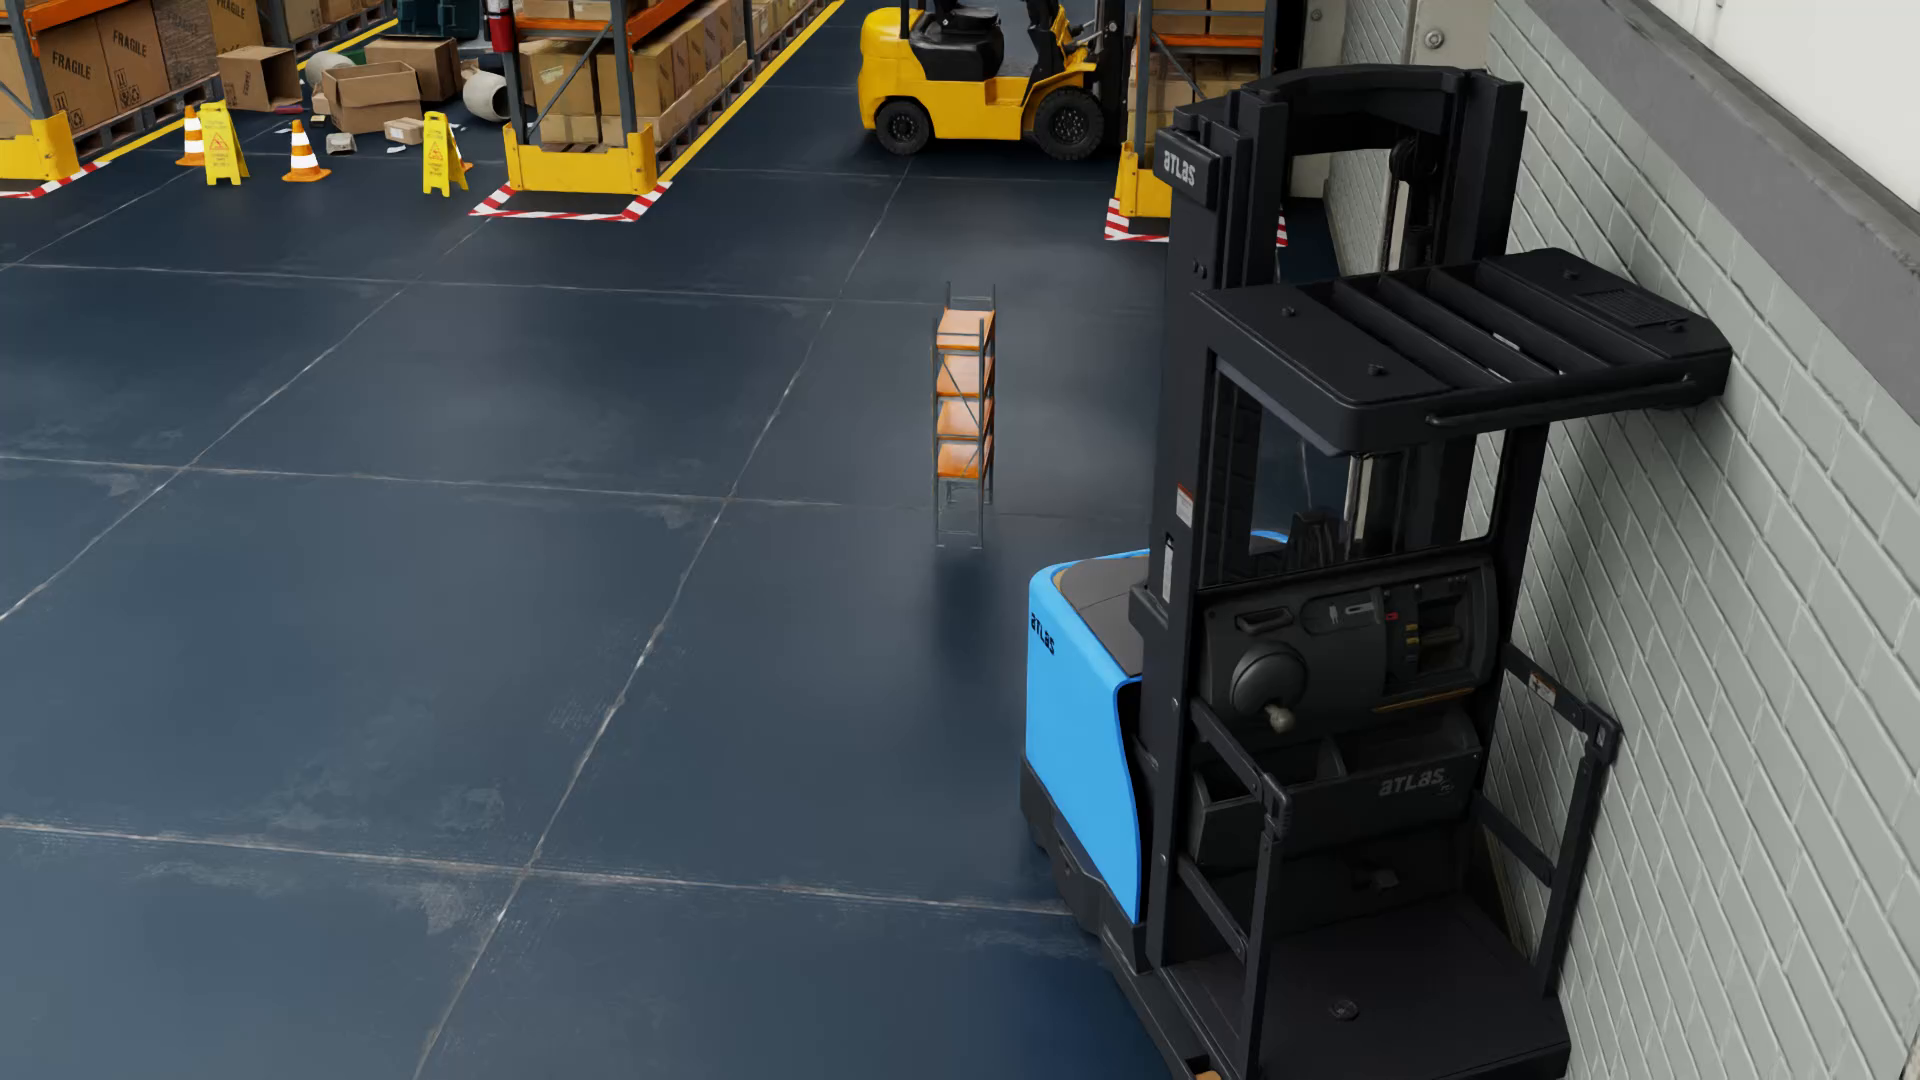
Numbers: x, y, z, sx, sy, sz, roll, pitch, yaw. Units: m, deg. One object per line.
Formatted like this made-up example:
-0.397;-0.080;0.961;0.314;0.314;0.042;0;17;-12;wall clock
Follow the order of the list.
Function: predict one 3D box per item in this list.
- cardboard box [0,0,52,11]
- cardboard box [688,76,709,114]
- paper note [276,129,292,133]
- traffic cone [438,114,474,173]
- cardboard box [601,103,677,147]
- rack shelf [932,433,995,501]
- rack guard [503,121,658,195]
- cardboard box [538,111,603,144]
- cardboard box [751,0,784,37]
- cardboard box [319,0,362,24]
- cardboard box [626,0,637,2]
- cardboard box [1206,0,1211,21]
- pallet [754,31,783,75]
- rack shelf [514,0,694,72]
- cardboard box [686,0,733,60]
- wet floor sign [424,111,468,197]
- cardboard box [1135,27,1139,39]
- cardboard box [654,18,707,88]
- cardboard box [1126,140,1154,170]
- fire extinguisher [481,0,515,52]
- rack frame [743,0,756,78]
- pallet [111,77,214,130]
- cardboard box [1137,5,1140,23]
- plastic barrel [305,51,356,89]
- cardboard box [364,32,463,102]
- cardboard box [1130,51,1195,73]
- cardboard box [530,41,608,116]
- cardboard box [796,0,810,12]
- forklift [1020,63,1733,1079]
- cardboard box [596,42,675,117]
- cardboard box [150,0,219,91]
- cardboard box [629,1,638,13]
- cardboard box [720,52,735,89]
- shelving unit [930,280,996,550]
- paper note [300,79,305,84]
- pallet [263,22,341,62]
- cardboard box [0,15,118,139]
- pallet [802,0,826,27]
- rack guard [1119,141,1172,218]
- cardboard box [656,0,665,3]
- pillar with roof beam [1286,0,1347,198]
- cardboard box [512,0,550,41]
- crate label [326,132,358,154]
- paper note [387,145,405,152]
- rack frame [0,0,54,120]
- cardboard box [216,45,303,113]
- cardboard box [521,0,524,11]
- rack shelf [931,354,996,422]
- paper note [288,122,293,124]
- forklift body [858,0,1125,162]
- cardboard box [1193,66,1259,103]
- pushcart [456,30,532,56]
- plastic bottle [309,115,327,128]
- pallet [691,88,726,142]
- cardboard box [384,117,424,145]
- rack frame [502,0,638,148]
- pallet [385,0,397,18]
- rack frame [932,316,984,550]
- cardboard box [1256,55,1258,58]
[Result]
-8.012;-4.664;13.587;0.875;0.550;0.550;3;28;6;cardboard box
-2.590;-4.016;14.999;0.500;0.250;0.500;5;29;10;cardboard box
-6.141;-3.733;15.149;0.144;0.017;0.142;14;31;24;paper note
-4.315;-3.341;13.965;0.336;0.463;0.334;3;28;6;traffic cone
-2.714;-3.519;14.076;0.500;0.250;0.500;3;28;6;cardboard box
0.020;-0.372;8.236;0.258;0.148;0.480;3;28;6;rack shelf
-3.078;-3.116;13.507;1.175;0.500;0.348;3;28;6;rack guard
-3.252;-3.563;14.157;0.500;0.250;0.500;3;28;6;cardboard box
-2.451;-5.677;17.954;0.950;0.372;0.625;5;29;9;cardboard box
-7.414;-6.250;18.617;1.050;0.750;0.750;3;28;6;cardboard box
-2.754;-4.563;13.138;0.500;0.500;0.500;3;28;5;cardboard box
2.217;-4.402;13.153;0.500;0.500;0.500;4;29;8;cardboard box
-2.503;-5.203;17.685;1.003;0.211;1.213;3;28;6;pallet
-2.842;-4.806;14.766;1.077;0.370;4.000;3;28;6;rack shelf
-2.464;-4.835;15.727;0.500;0.500;0.500;4;29;7;cardboard box
-4.173;-3.117;13.356;0.267;0.644;0.232;14;31;24;wet floor sign
1.764;-4.261;14.398;0.500;0.250;0.500;3;28;5;cardboard box
-2.583;-4.342;14.813;0.500;0.500;0.500;4;29;7;cardboard box
1.583;-3.108;13.313;0.500;0.250;0.500;4;29;7;cardboard box
-3.559;-4.120;12.816;0.296;0.674;0.183;3;28;6;fire extinguisher
-2.597;-6.064;16.343;1.000;3.000;0.127;3;28;6;rack frame
-7.840;-4.147;15.725;1.003;0.211;1.213;3;28;6;pallet
1.886;-4.742;15.292;0.500;0.250;0.500;3;28;6;cardboard box
-6.139;-4.547;16.243;0.421;0.421;0.512;-24;36;-37;plastic barrel
-5.279;-4.556;16.034;0.797;0.637;0.503;3;28;6;cardboard box
1.643;-3.784;13.514;0.500;0.250;0.500;4;29;7;cardboard box
-3.248;-3.878;13.951;0.500;0.500;0.500;4;29;7;cardboard box
-2.269;-6.362;19.223;0.950;0.372;0.625;3;28;5;cardboard box
1.187;0.337;4.534;1.130;2.935;3.031;-9;30;-17;forklift
-2.712;-3.860;13.918;0.500;0.500;0.500;2;28;4;cardboard box
-7.776;-4.837;15.863;0.875;0.875;0.875;4;29;7;cardboard box
-2.824;-4.338;13.404;0.380;0.149;0.250;4;29;7;cardboard box
-2.458;-4.493;15.884;0.500;0.250;0.500;3;28;5;cardboard box
0.020;-0.606;8.110;0.258;1.200;0.503;3;28;6;shelving unit
-6.706;-4.628;16.808;0.147;0.020;0.142;-17;33;-29;paper note
-7.503;-5.444;18.132;1.003;0.211;1.213;3;28;6;pallet
-7.995;-3.994;14.298;0.875;0.875;0.875;4;29;6;cardboard box
-2.204;-6.351;19.817;1.003;0.211;1.213;3;28;6;pallet
1.836;-2.782;12.888;1.175;0.500;0.348;3;28;6;rack guard
-2.634;-4.575;13.844;0.380;0.149;0.250;4;29;7;cardboard box
-1.453;-7.061;11.868;9.100;9.000;0.400;3;28;6;pillar with roof beam
-4.368;-5.386;16.922;0.500;0.500;0.500;3;28;6;cardboard box
-5.424;-3.476;14.558;0.250;0.136;0.298;-11;30;-20;crate label
-4.947;-3.434;14.593;0.148;0.019;0.142;-6;29;-11;paper note
-8.013;-4.421;13.294;1.000;3.000;0.127;3;28;6;rack frame
-6.694;-4.414;15.914;0.500;0.500;0.500;8;29;15;cardboard box
-3.333;-4.385;13.491;0.380;0.149;0.250;3;28;6;cardboard box
0.020;-0.744;8.036;0.258;0.148;0.480;3;28;6;rack shelf
-6.179;-3.877;15.437;0.032;0.001;0.123;20;34;32;paper note
0.261;-4.519;14.371;2.313;2.155;1.214;3;28;6;forklift body
2.086;-3.524;13.031;0.500;0.250;0.500;3;28;5;cardboard box
-4.866;-5.018;17.167;1.648;0.377;0.936;-6;29;-11;pushcart
-5.940;-3.883;15.392;0.133;0.061;0.283;-6;29;-11;plastic bottle
-2.792;-3.942;15.345;1.003;0.211;1.213;3;28;6;pallet
-4.932;-3.660;14.887;0.380;0.149;0.250;20;34;32;cardboard box
-3.087;-4.181;12.848;1.000;3.000;0.127;3;28;6;rack frame
-7.204;-6.592;20.264;1.003;0.211;1.213;3;28;6;pallet
-0.010;-0.491;7.897;0.240;1.200;0.015;3;28;6;rack frame
2.216;-3.994;13.903;0.500;0.250;0.500;3;28;6;cardboard box
